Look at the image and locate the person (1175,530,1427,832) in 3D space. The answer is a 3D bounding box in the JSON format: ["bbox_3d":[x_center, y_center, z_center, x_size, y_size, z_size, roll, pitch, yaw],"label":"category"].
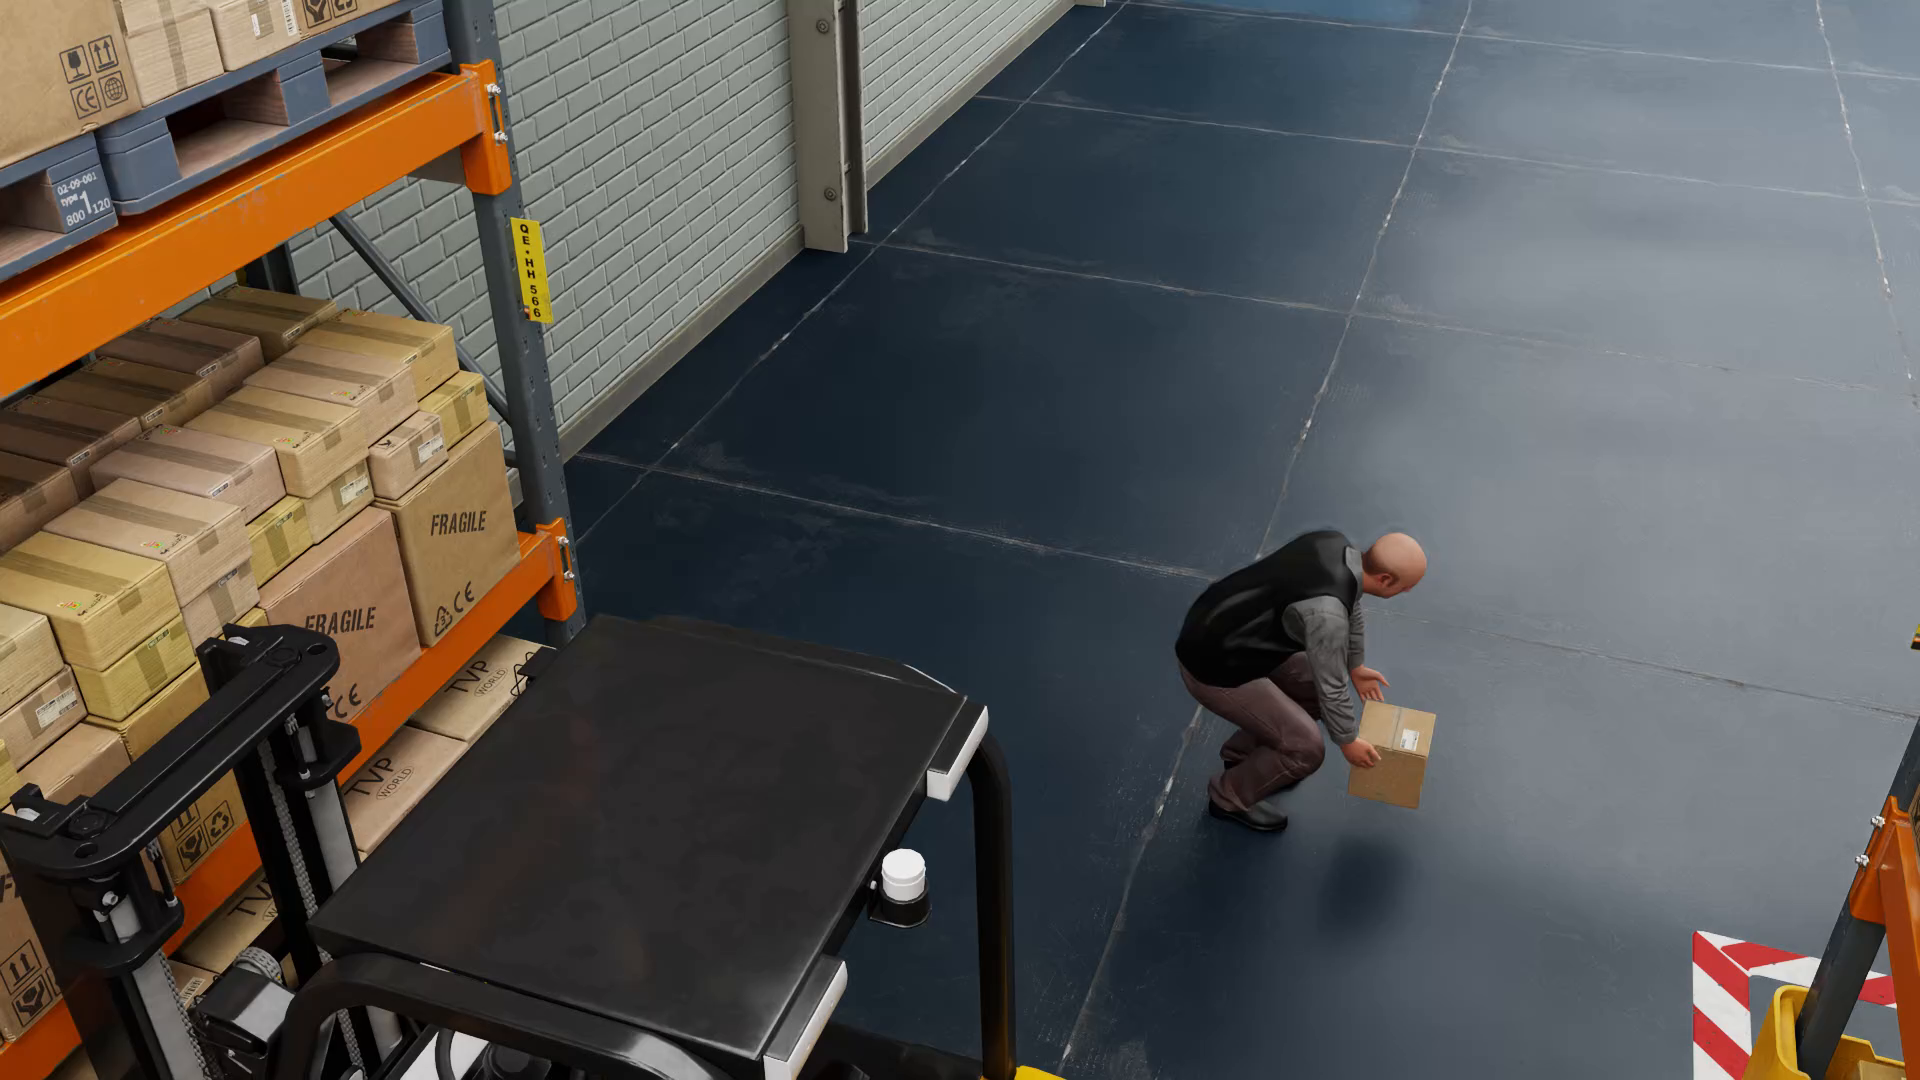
[{"bbox_3d":[1.184,0.446,5.953,0.798,1.205,0.579,11,35,16],"label":"person"}]
